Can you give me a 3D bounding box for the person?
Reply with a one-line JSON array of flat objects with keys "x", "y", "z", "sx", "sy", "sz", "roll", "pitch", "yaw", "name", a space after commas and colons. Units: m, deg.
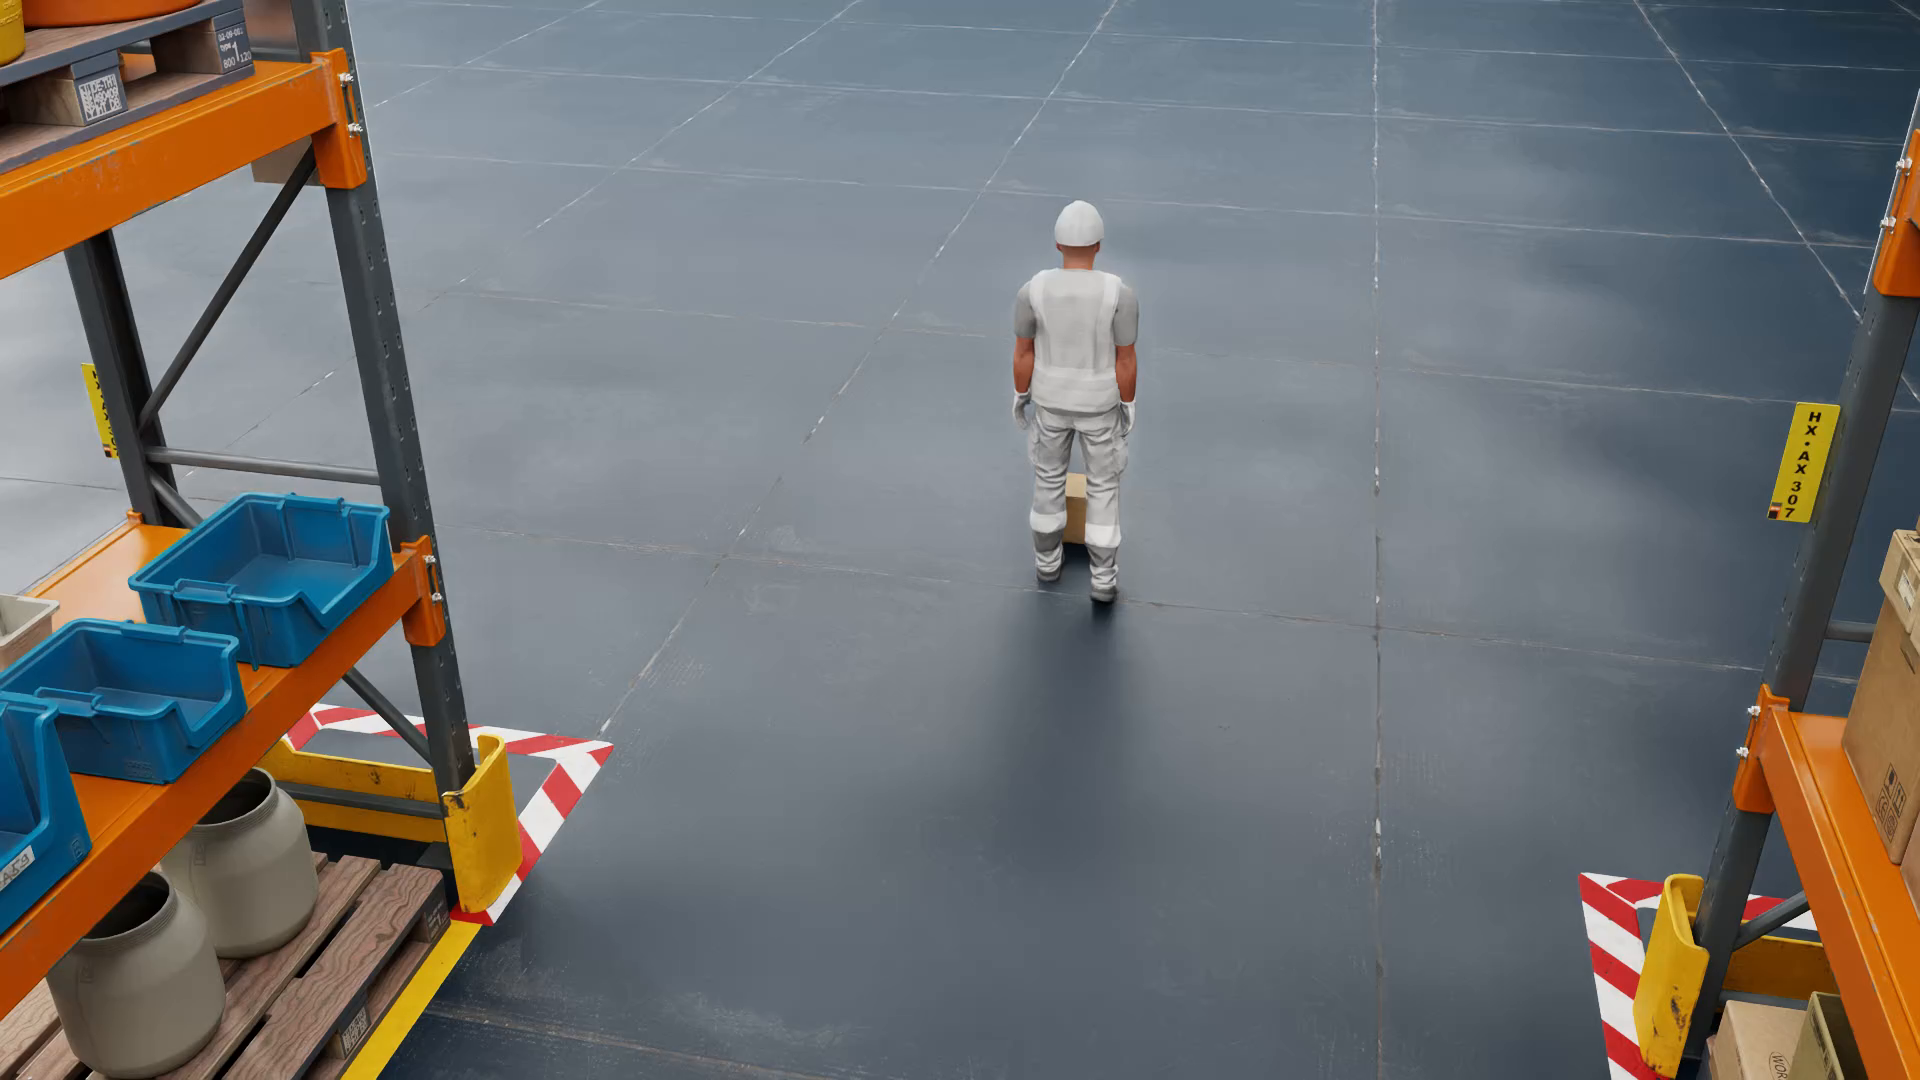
[{"x": 0.497, "y": -0.591, "z": 7.225, "sx": 0.542, "sy": 1.830, "sz": 0.477, "roll": 6, "pitch": 29, "yaw": 11, "name": "person"}]
